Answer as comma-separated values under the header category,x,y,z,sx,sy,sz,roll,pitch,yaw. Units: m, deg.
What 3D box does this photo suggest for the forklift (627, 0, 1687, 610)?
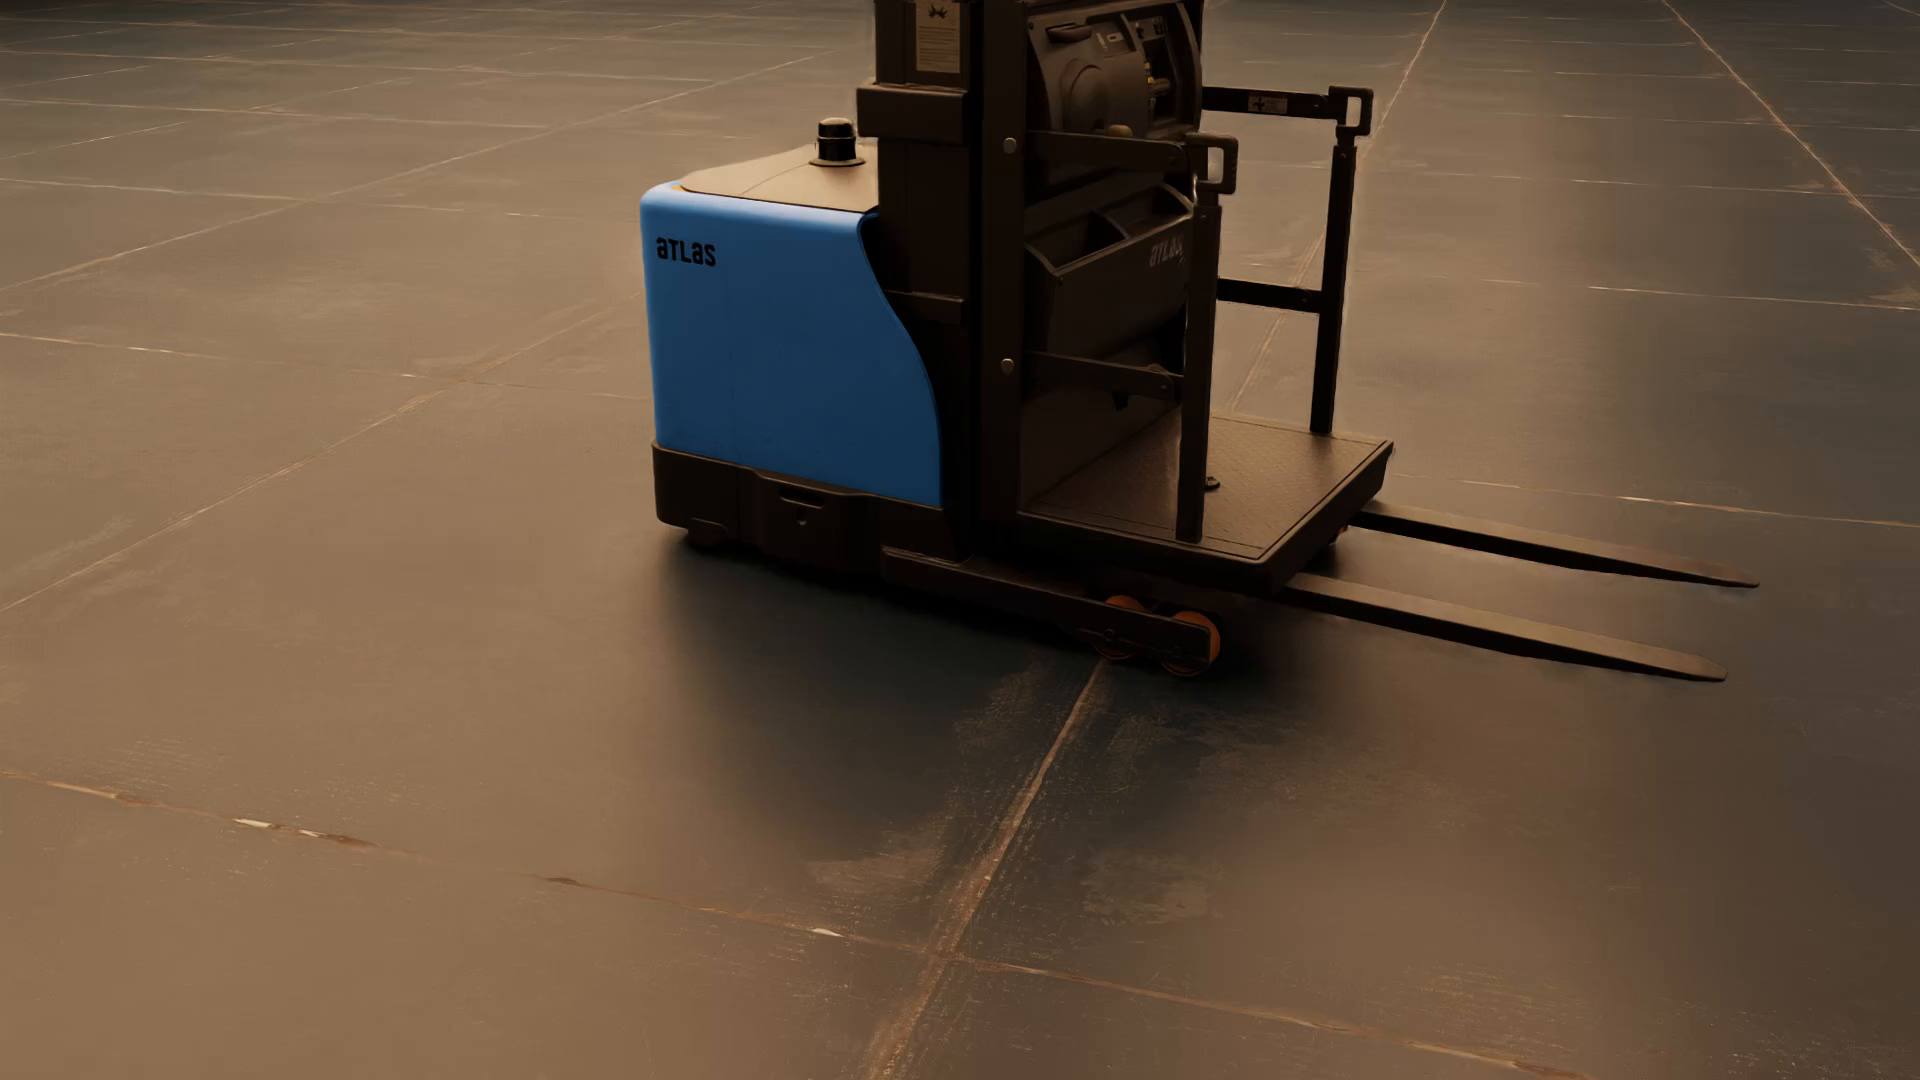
category,x,y,z,sx,sy,sz,roll,pitch,yaw
forklift,0.606,-1.374,4.608,3.031,2.935,1.130,-2,23,-4
